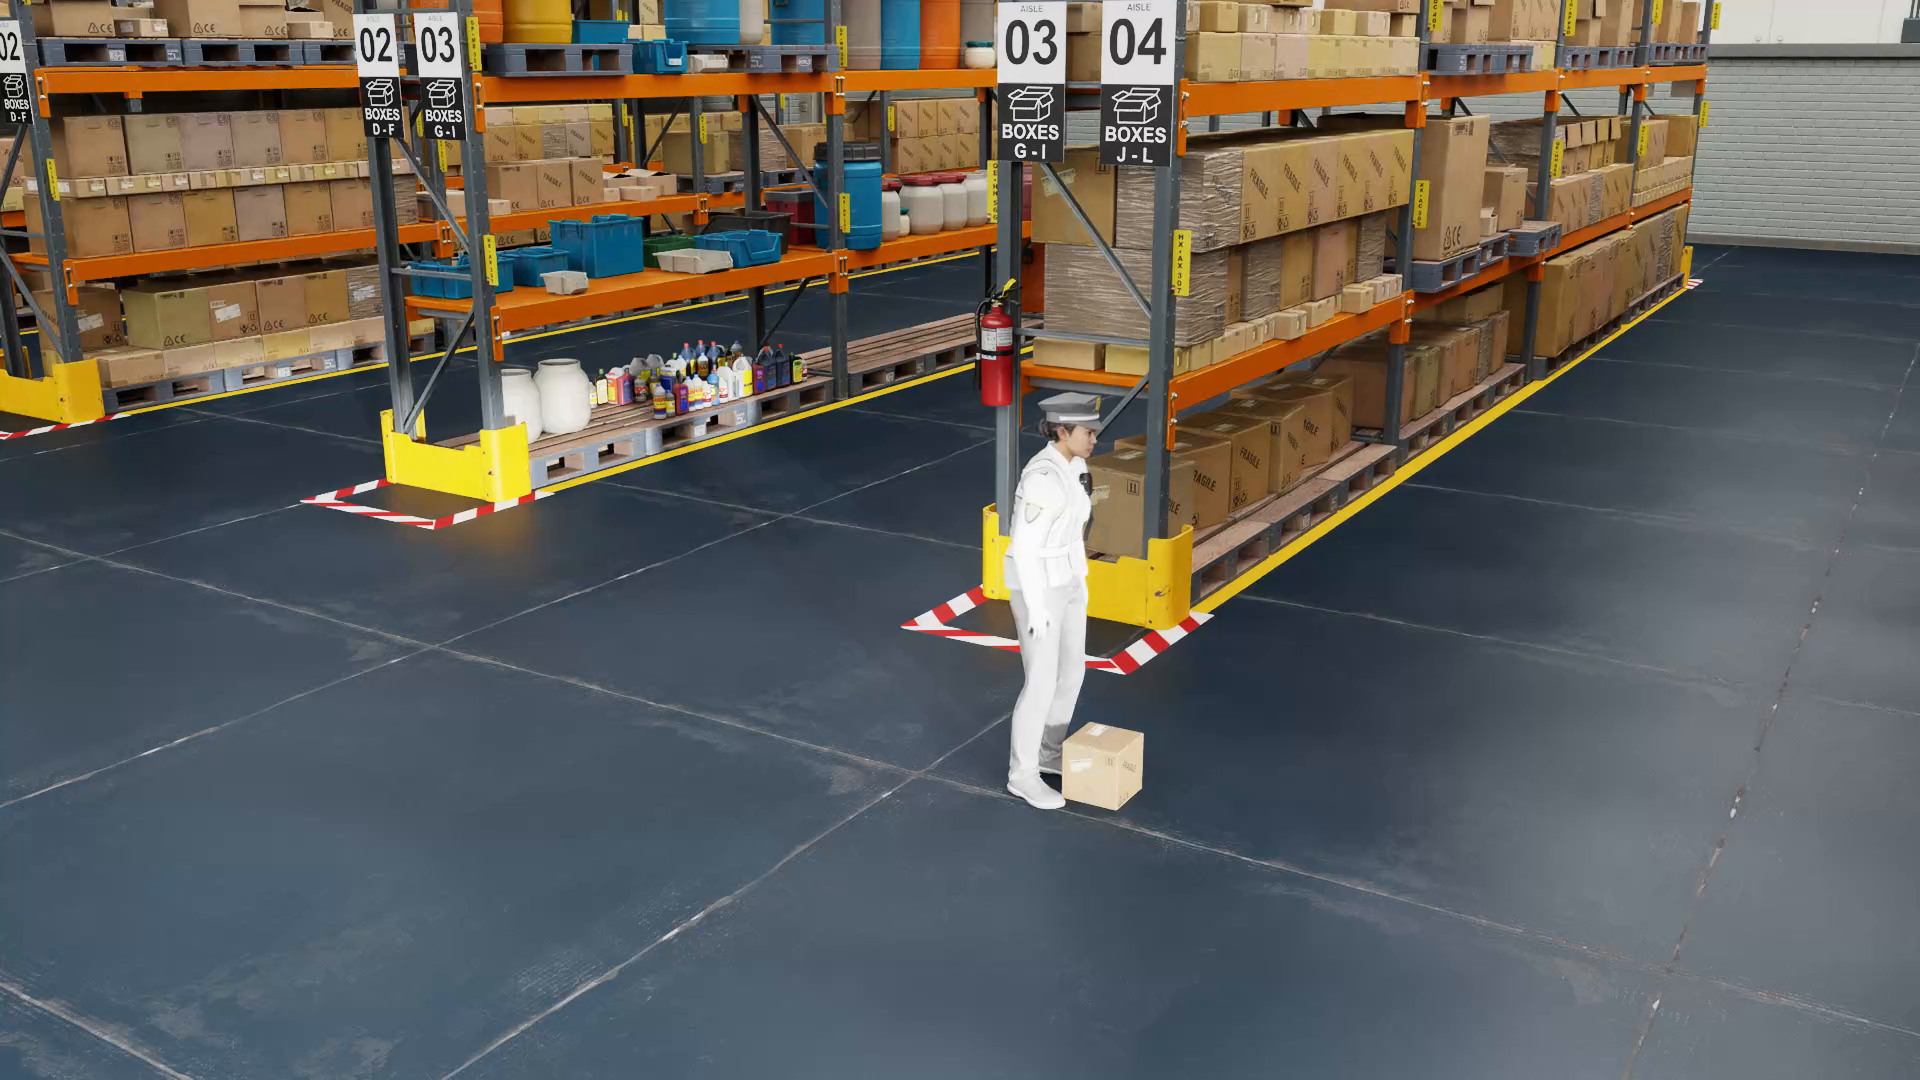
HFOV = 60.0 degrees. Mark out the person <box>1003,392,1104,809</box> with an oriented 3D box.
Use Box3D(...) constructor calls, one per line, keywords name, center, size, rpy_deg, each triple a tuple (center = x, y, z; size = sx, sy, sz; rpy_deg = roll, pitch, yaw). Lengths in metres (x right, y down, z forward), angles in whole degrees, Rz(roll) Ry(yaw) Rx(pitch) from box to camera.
Box3D(name="person", center=(0.383, 0.217, 6.785), size=(0.376, 1.664, 0.546), rpy_deg=(9, 18, 27))
